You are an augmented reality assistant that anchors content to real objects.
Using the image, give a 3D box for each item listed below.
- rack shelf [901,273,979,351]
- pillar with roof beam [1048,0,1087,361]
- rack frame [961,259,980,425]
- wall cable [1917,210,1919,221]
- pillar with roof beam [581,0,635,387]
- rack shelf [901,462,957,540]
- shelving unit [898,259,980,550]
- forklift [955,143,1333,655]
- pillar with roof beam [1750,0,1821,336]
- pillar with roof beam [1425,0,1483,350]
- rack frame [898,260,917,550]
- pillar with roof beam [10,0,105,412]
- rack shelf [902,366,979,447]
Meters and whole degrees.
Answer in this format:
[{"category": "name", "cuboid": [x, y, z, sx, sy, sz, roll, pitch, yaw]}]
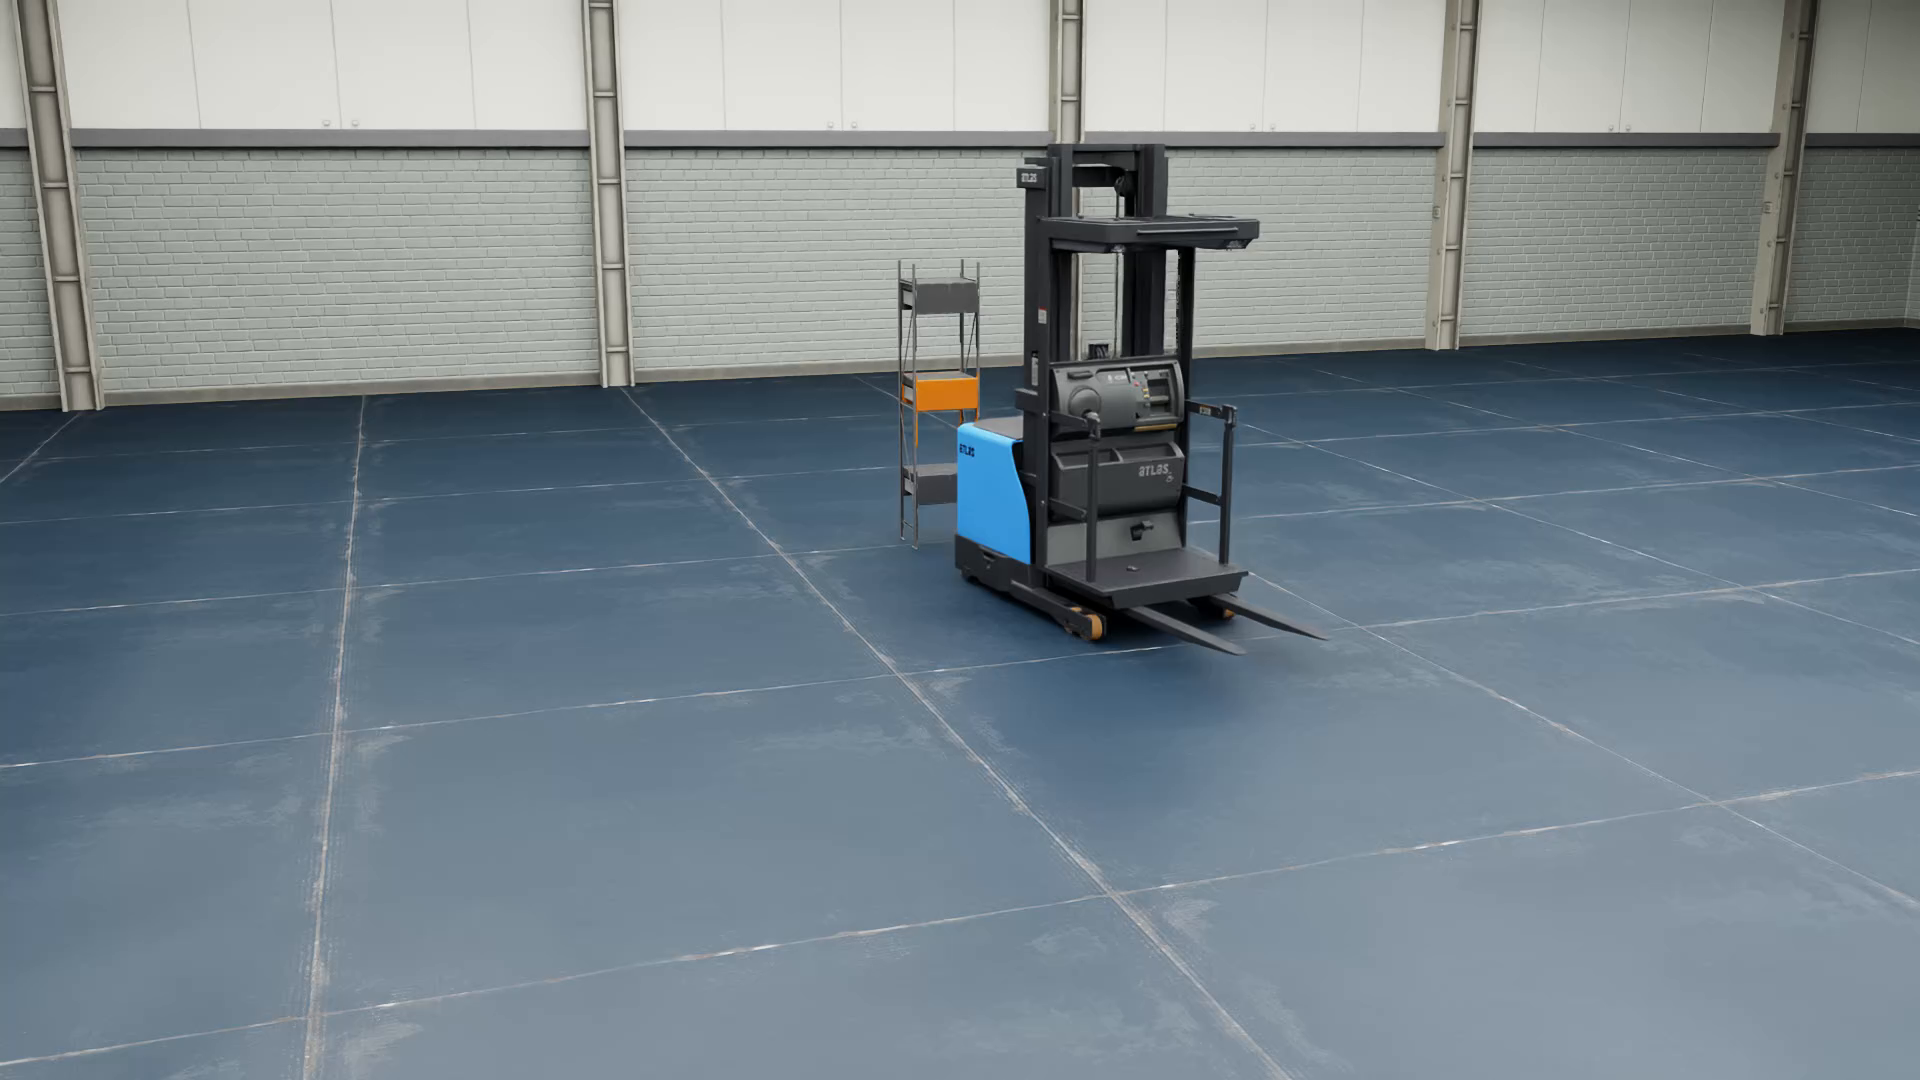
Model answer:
[{"category": "rack shelf", "cuboid": [-0.157, -1.677, 12.190, 0.480, 0.518, 0.431, -4, 14, -18]}, {"category": "pillar with roof beam", "cuboid": [2.779, -5.813, 17.636, 0.400, 9.000, 9.100, -4, 14, -18]}, {"category": "rack frame", "cuboid": [0.074, -1.027, 12.424, 0.015, 2.100, 0.400, -4, 14, -18]}, {"category": "wall cable", "cuboid": [15.993, -6.060, 25.383, 0.112, 2.526, 3.097, -4, 14, -18]}, {"category": "pillar with roof beam", "cuboid": [-2.908, -5.370, 15.774, 0.400, 9.000, 9.100, -4, 14, -18]}, {"category": "rack shelf", "cuboid": [-0.157, -0.315, 12.514, 0.480, 0.518, 0.431, -4, 14, -18]}, {"category": "shelving unit", "cuboid": [-0.157, -1.009, 12.348, 0.503, 2.100, 0.431, -4, 14, -18]}, {"category": "forklift", "cuboid": [1.100, -0.931, 10.222, 1.130, 2.935, 3.031, -7, 15, -27]}, {"category": "pillar with roof beam", "cuboid": [14.152, -6.699, 21.360, 0.400, 9.000, 9.100, -4, 14, -18]}, {"category": "pillar with roof beam", "cuboid": [8.465, -6.256, 19.498, 0.400, 9.000, 9.100, -4, 14, -18]}, {"category": "rack frame", "cuboid": [-0.388, -0.991, 12.273, 0.015, 2.100, 0.400, -4, 14, -18]}, {"category": "pillar with roof beam", "cuboid": [-8.595, -4.928, 13.913, 0.400, 9.000, 9.100, -4, 14, -18]}, {"category": "rack shelf", "cuboid": [-0.157, -0.996, 12.352, 0.480, 0.518, 0.431, -4, 14, -18]}]
